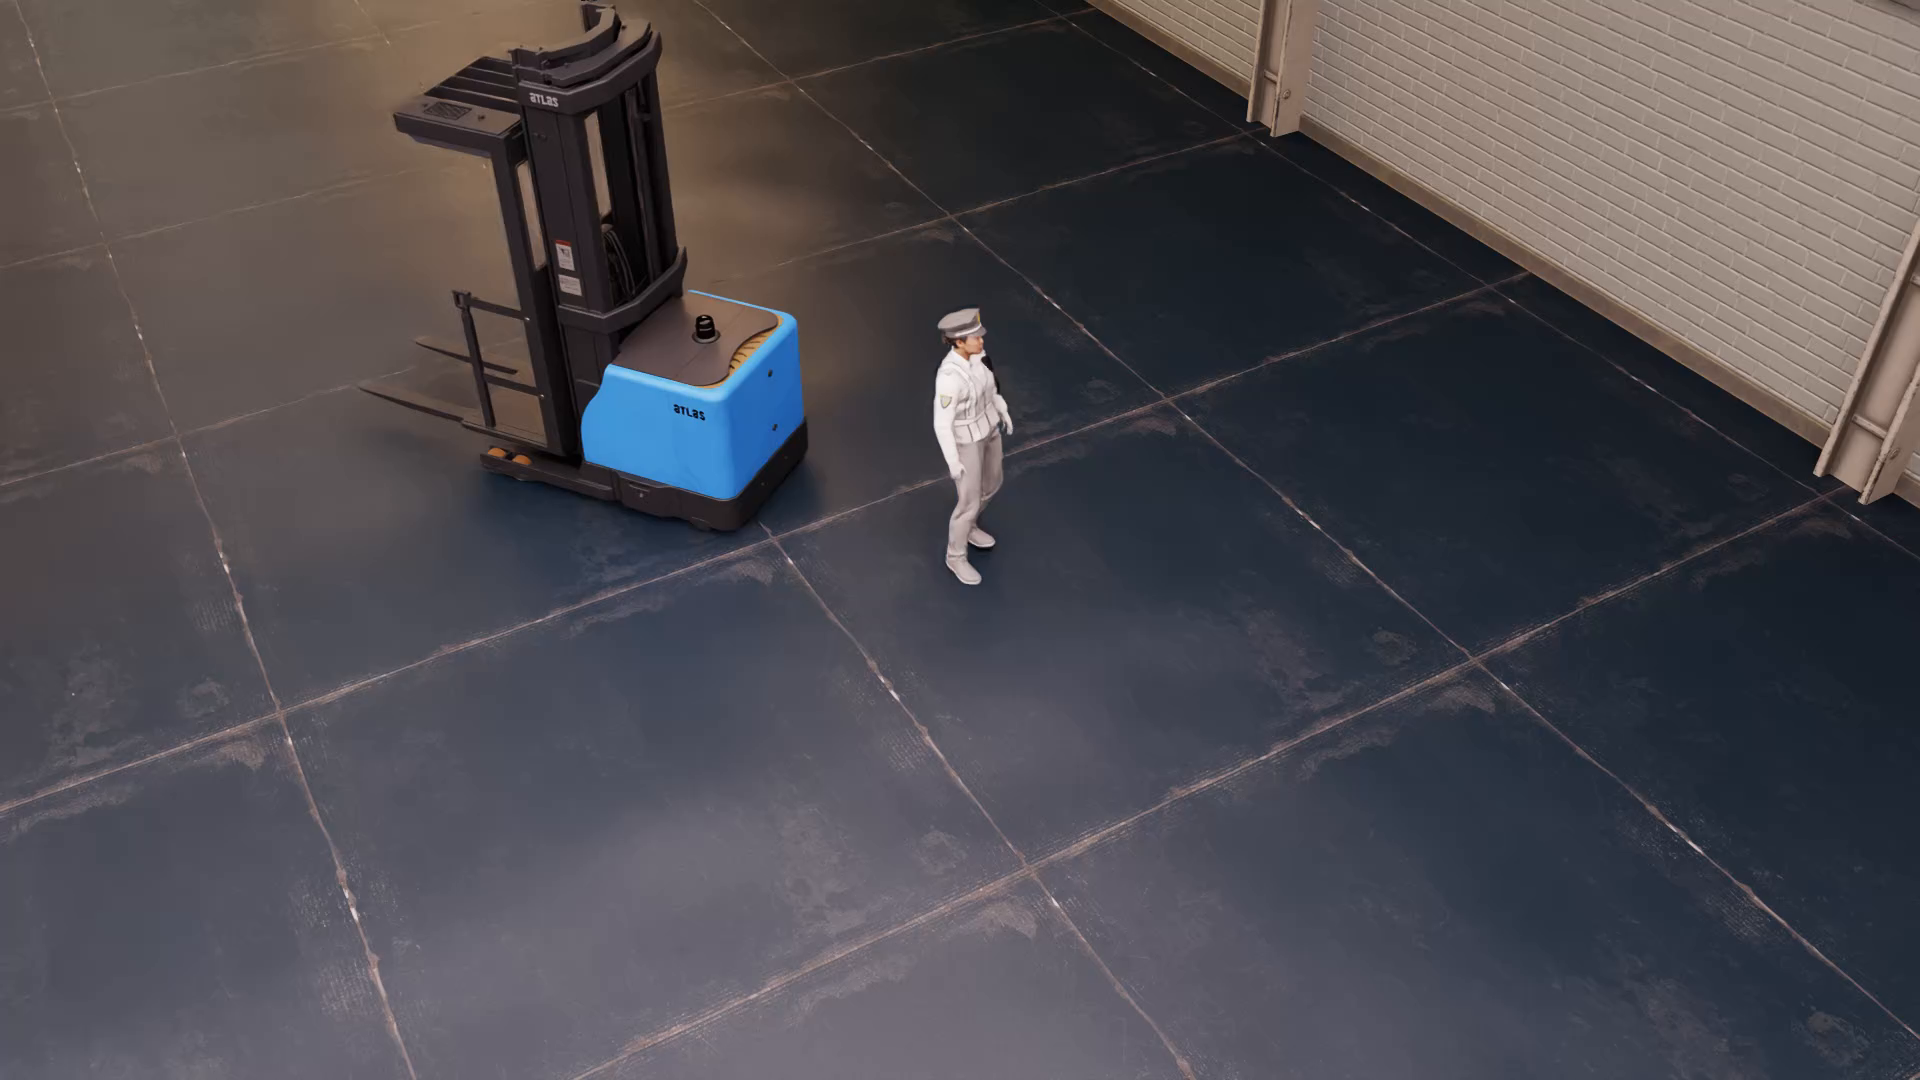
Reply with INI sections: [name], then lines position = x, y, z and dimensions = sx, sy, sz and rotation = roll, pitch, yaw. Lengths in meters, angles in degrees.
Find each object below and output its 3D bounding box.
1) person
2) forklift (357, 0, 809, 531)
[person]
position = 0.067, -0.596, 9.766
dimensions = 0.437, 1.670, 0.672
rotation = 19, 43, 22
[forklift]
position = -2.561, -1.803, 10.210
dimensions = 3.031, 2.935, 1.130
rotation = 16, 42, 18
